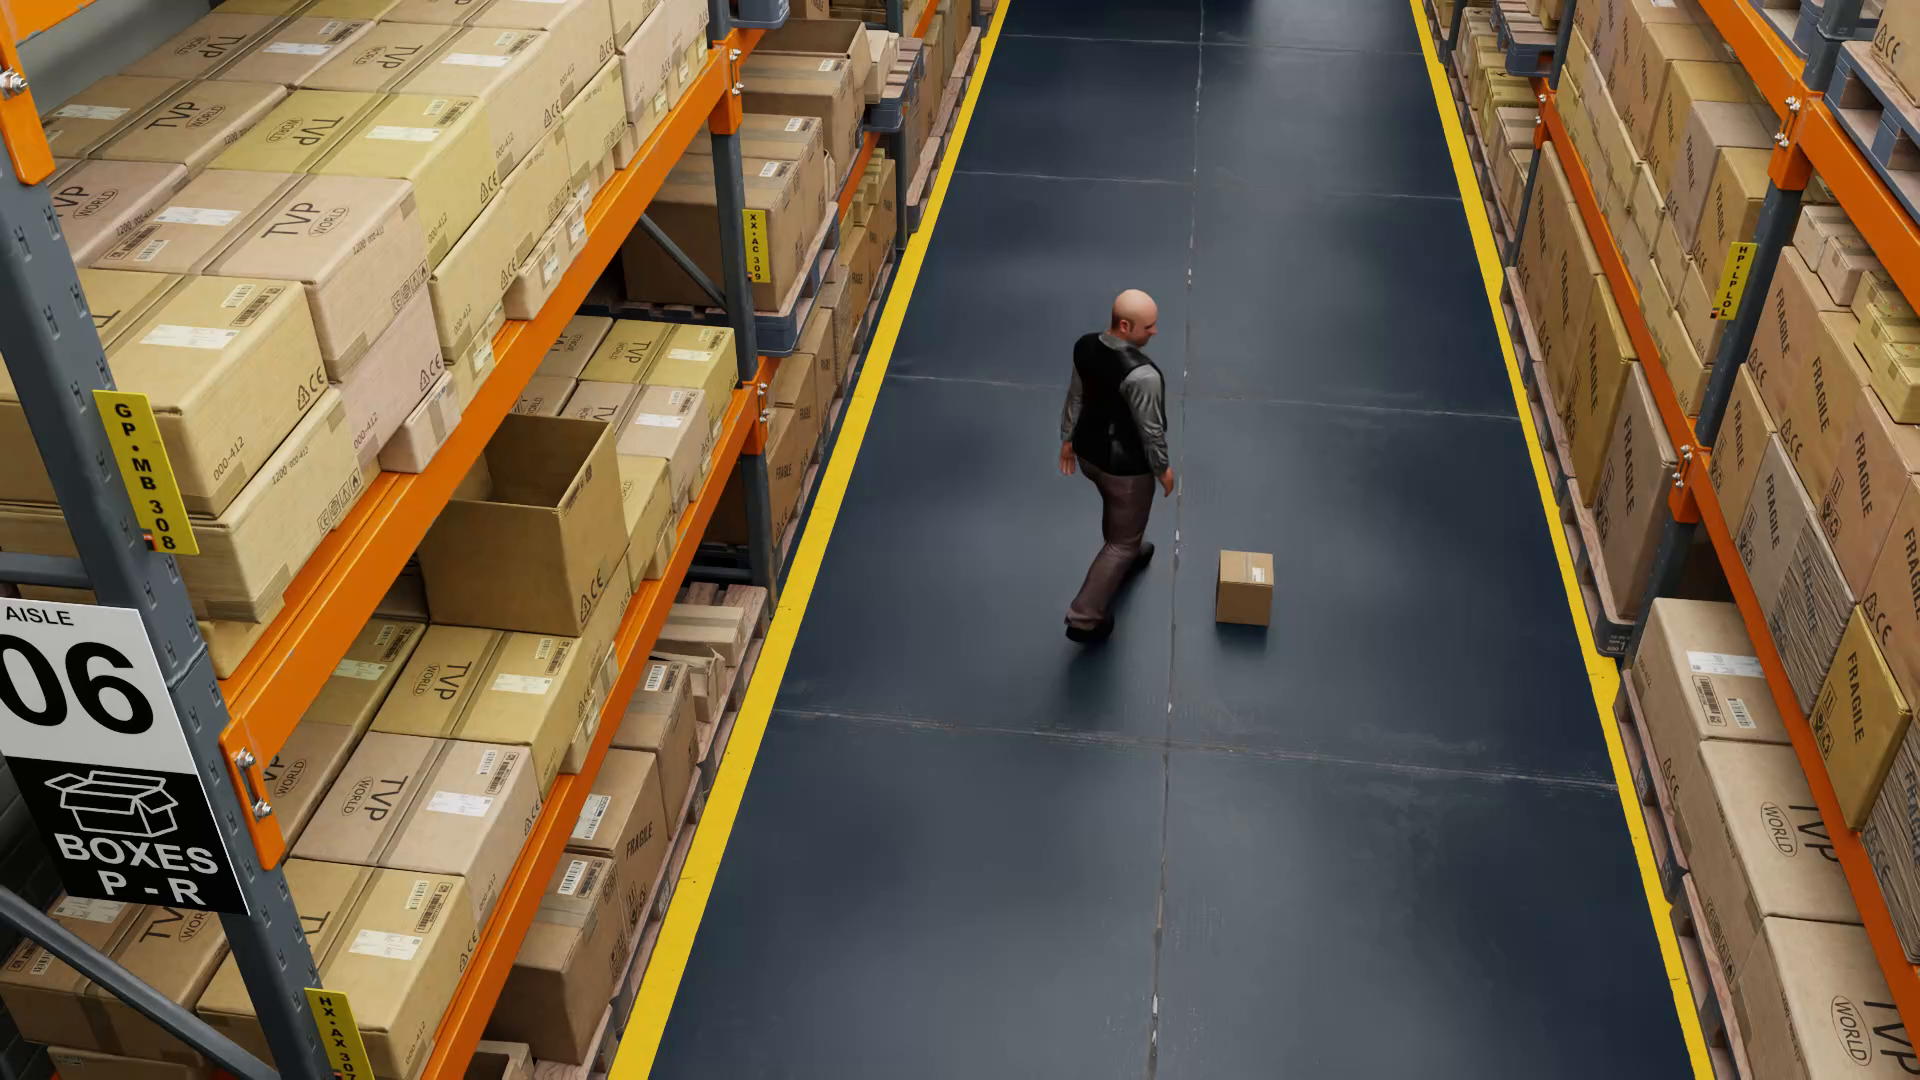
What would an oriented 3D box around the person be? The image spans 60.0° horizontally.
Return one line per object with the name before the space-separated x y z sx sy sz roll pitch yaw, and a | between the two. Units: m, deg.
person | 0.743 -0.374 7.580 0.846 1.698 0.561 -23 42 -29
